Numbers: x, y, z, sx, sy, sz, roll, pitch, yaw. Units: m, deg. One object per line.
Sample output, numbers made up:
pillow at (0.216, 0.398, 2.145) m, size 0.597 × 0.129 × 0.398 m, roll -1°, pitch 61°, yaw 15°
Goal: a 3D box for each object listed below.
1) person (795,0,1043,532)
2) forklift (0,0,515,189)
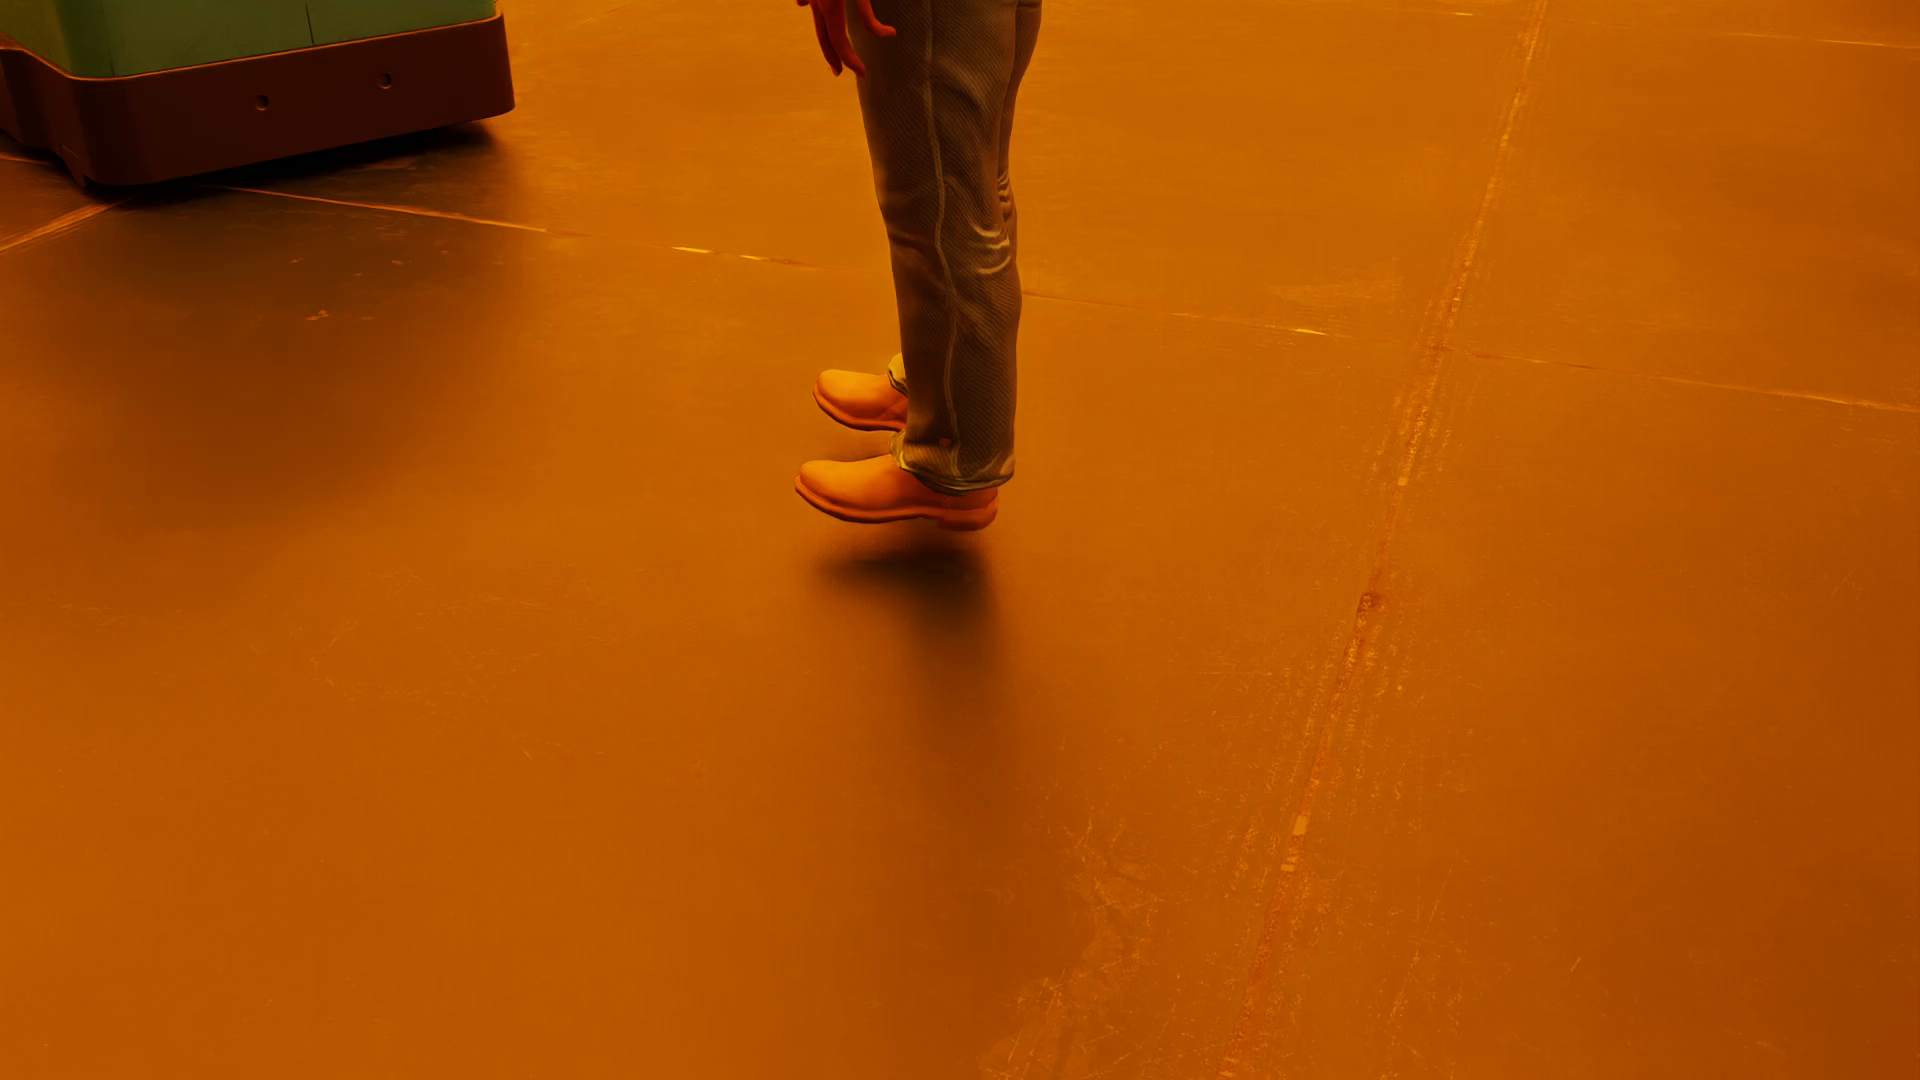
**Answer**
person at (-0.064, -0.825, 2.067) m, size 0.575 × 1.767 × 0.665 m, roll 10°, pitch 31°, yaw 18°
forklift at (-2.512, -2.725, 4.336) m, size 1.130 × 2.935 × 3.031 m, roll -23°, pitch 37°, yaw -35°
